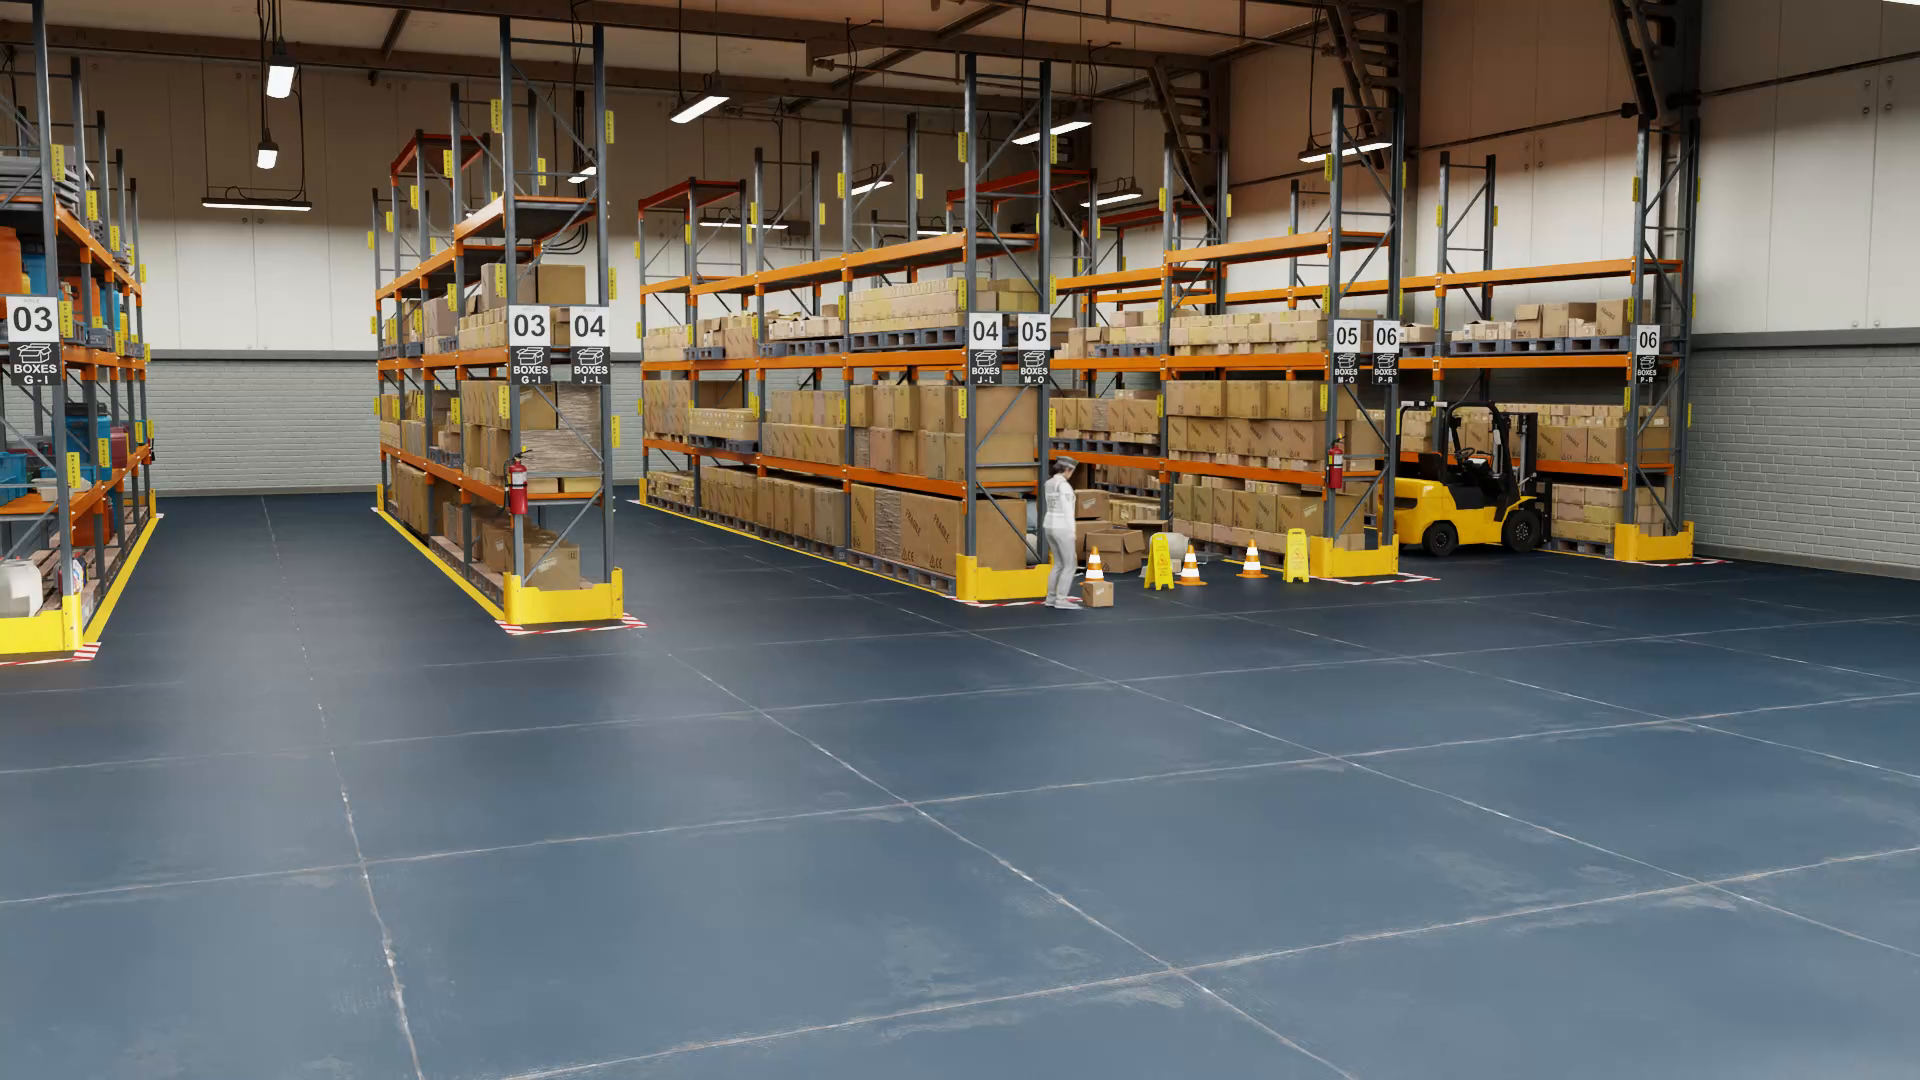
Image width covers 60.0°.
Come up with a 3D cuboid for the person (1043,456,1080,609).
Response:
[{"bbox_3d":[1.094,-0.084,17.998,0.382,1.651,0.485,-2,6,-22],"label":"person"}]
